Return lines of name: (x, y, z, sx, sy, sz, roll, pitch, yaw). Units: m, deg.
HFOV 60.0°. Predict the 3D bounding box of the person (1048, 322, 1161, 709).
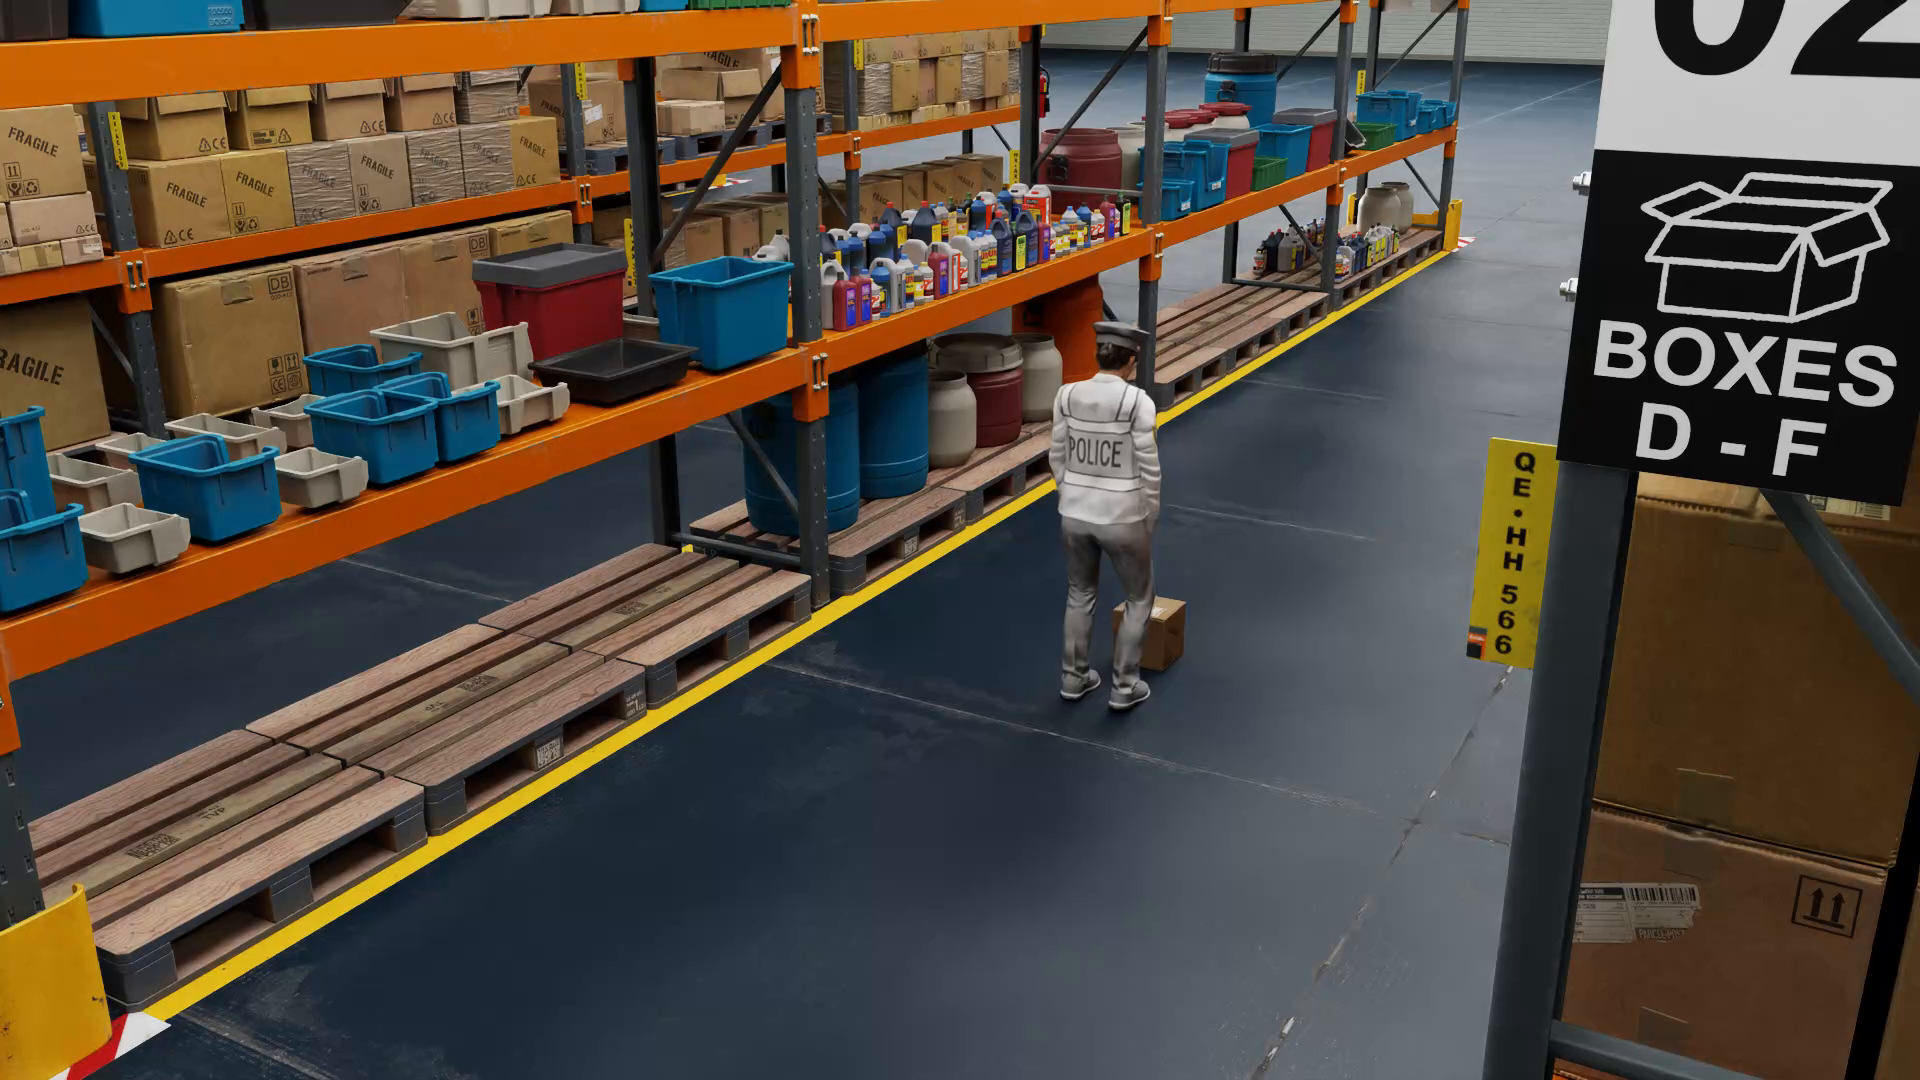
person: (0.600, -0.096, 6.918, 0.500, 1.627, 0.446, 11, 22, 29)
